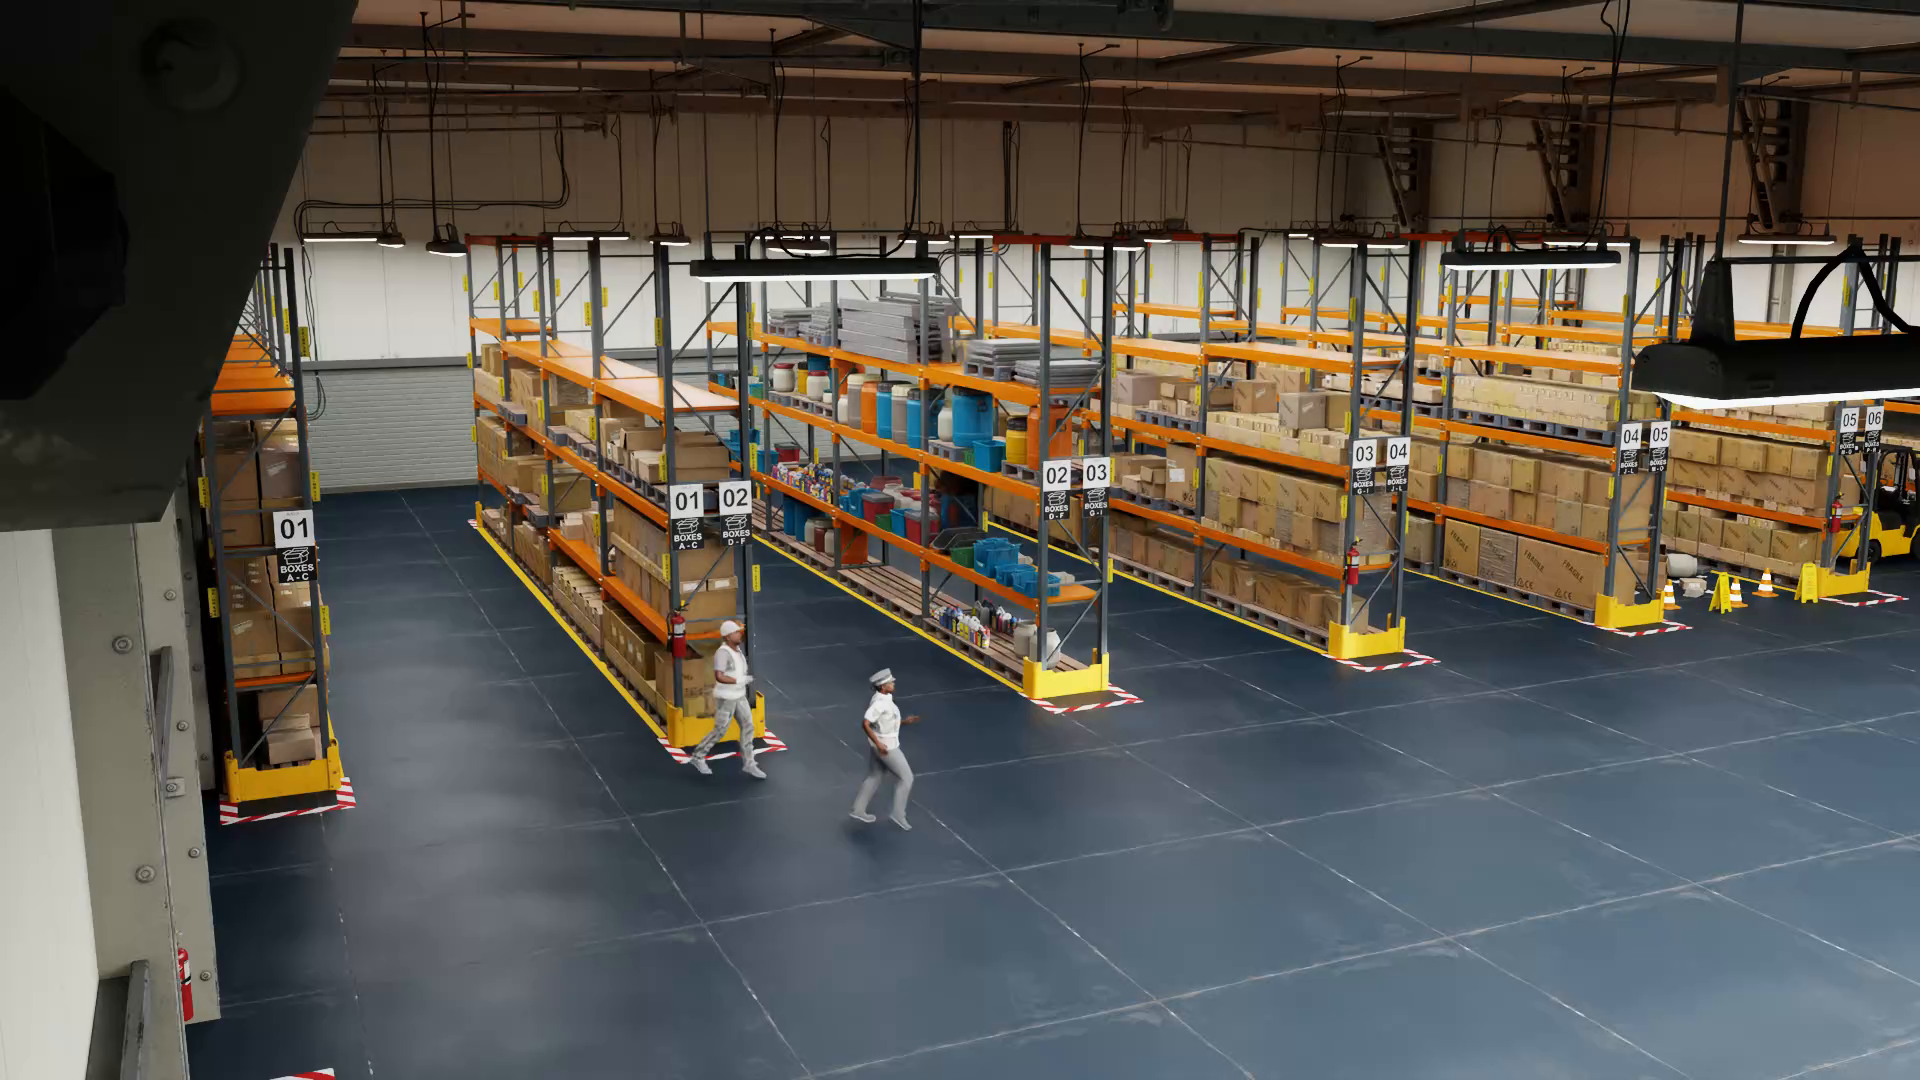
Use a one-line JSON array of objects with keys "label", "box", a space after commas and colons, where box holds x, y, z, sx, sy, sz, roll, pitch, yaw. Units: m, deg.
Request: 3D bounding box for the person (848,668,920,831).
[{"label": "person", "box": [-0.781, 2.199, 17.379, 0.732, 1.759, 0.543, -2, 11, -12]}]

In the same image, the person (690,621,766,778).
[{"label": "person", "box": [-2.628, 1.808, 19.033, 0.910, 1.788, 0.714, 3, 11, 13]}]
